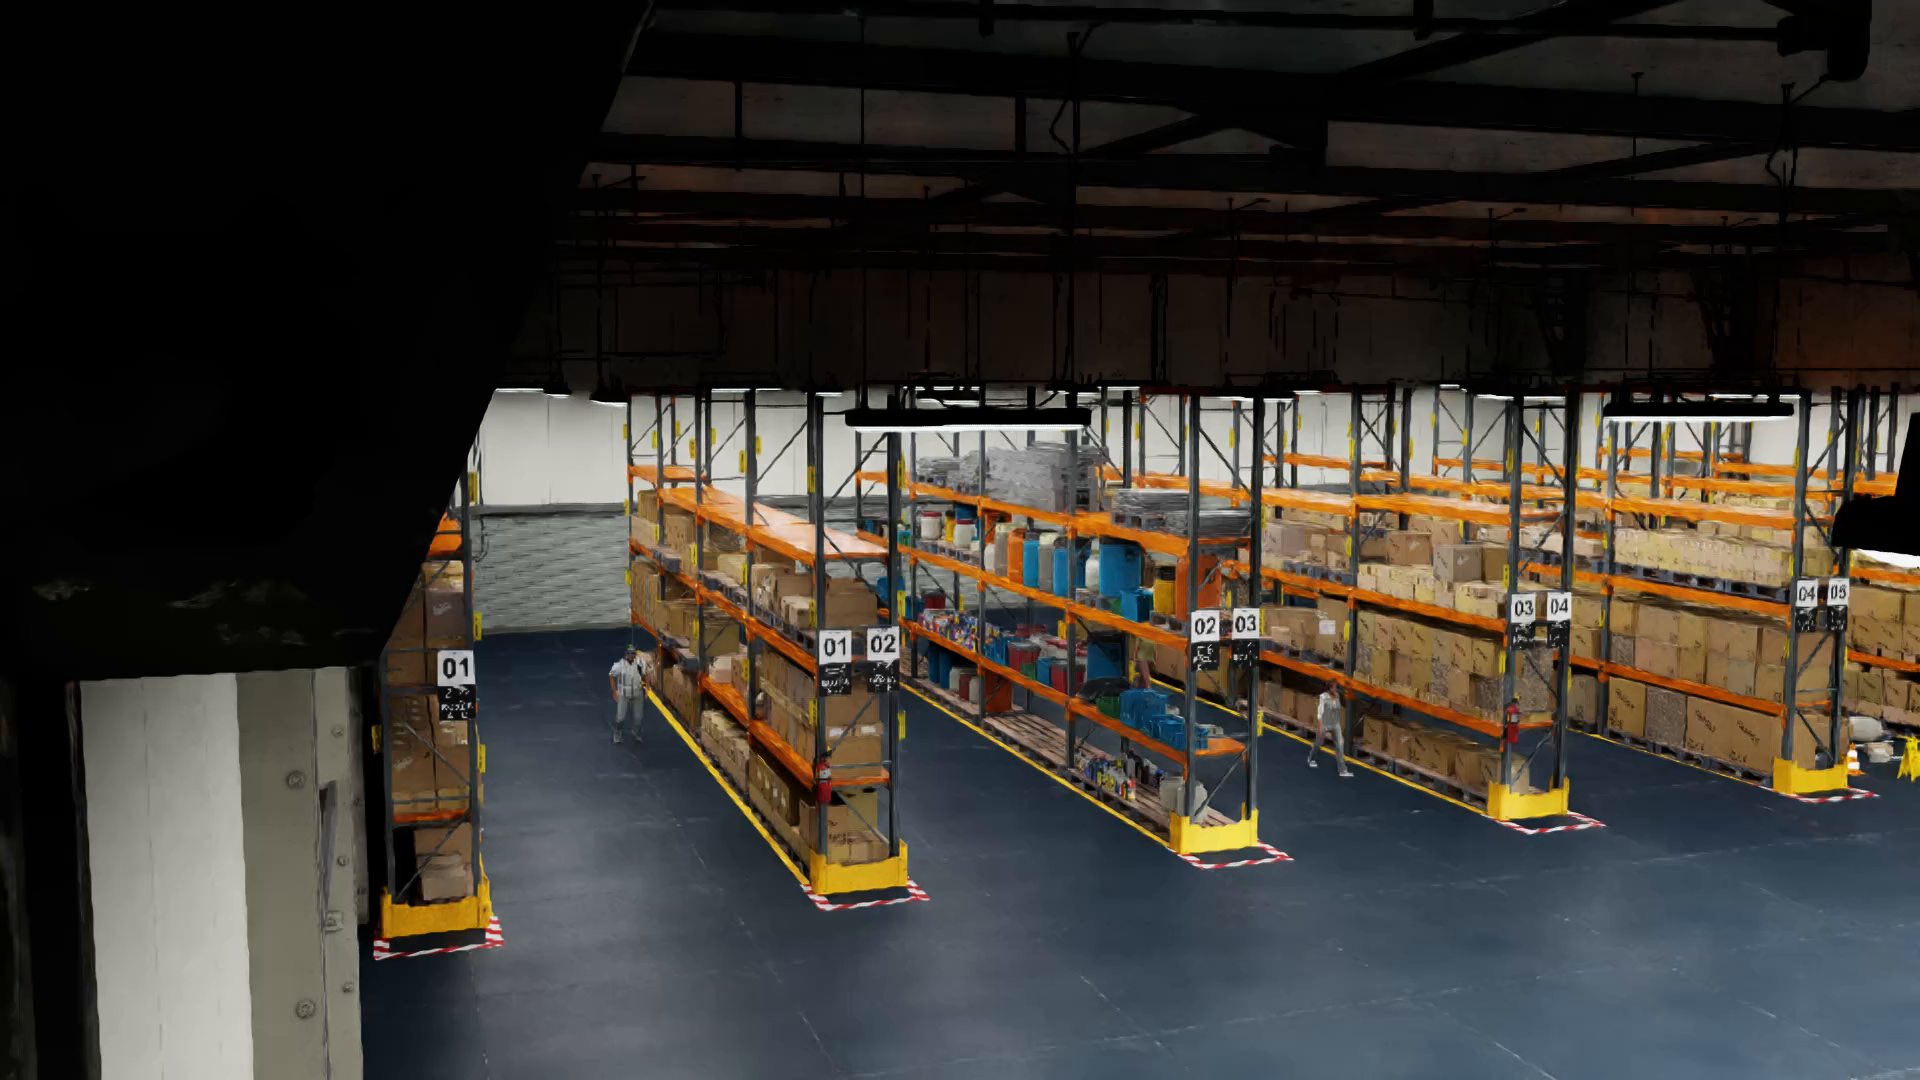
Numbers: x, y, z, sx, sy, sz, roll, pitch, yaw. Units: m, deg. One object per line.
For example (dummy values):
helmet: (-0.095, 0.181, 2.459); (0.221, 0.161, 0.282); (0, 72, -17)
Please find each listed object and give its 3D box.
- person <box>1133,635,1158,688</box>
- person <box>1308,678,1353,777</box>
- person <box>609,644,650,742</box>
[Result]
person: (3.587, 2.255, 31.676); (0.446, 1.591, 1.098); (-2, 6, -21)
person: (5.750, 2.886, 25.949); (0.417, 1.517, 1.036); (-2, 6, -16)
person: (-5.591, 2.583, 28.142); (0.682, 1.710, 0.542); (-2, 6, -21)
